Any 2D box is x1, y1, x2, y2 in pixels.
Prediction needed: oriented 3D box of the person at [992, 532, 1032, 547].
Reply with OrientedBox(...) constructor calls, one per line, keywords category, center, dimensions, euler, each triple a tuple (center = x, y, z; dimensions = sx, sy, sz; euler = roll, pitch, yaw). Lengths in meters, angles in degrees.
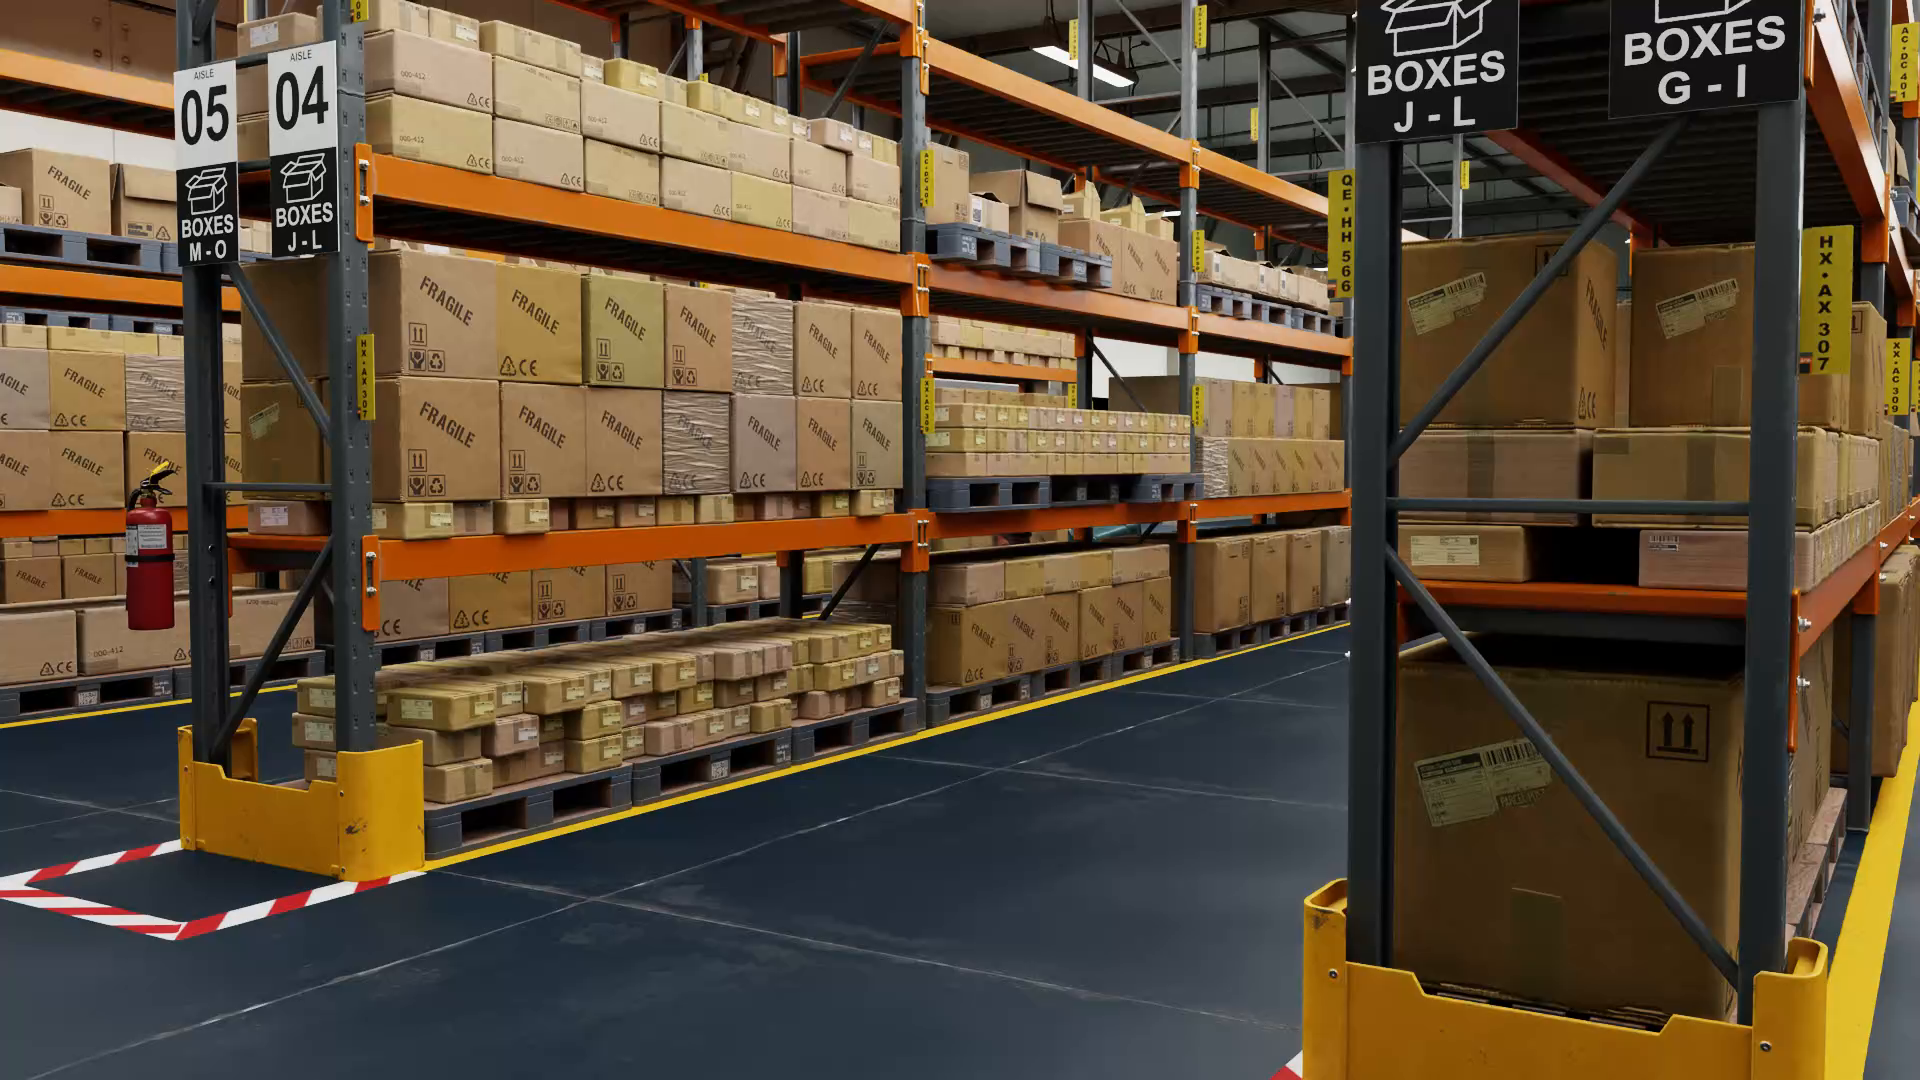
OrientedBox(category="person", center=(0.512, 0.002, 15.698), dimensions=(0.385, 1.727, 0.538), euler=(2, 3, 32))
